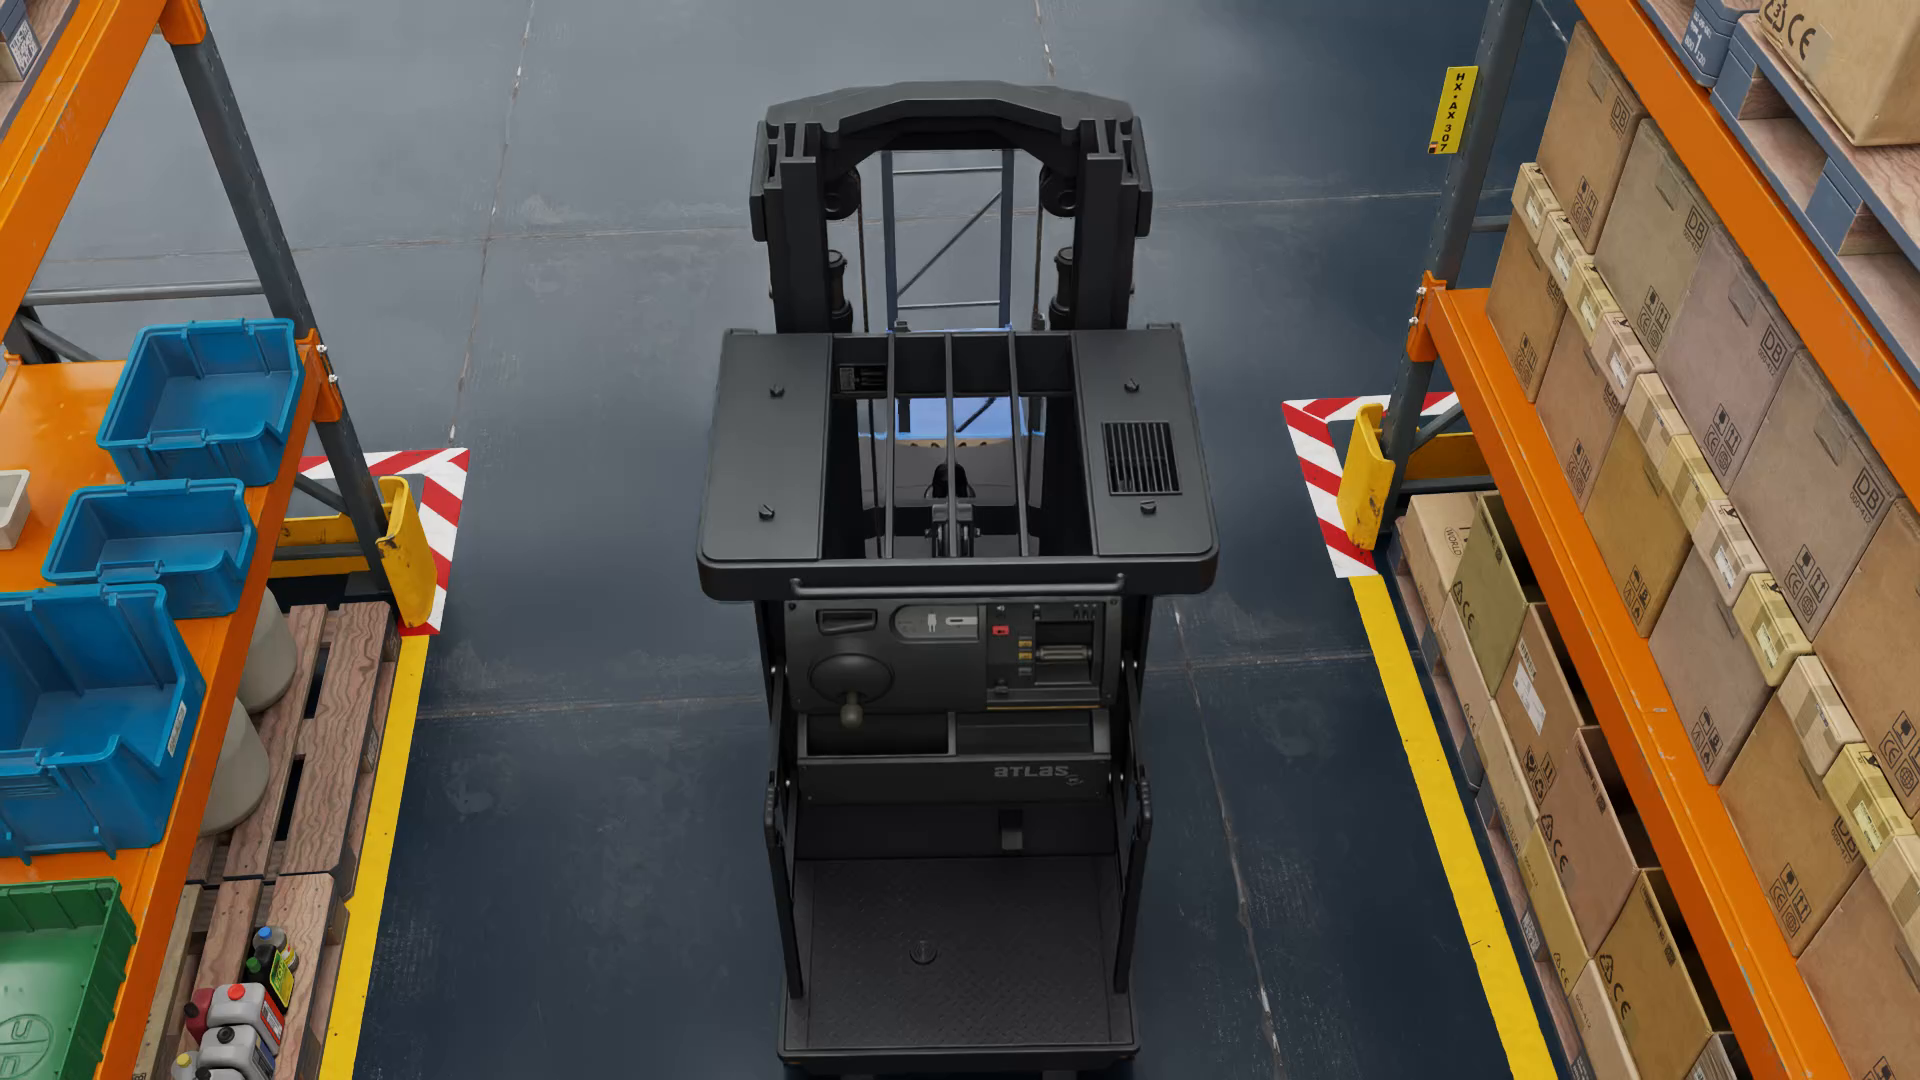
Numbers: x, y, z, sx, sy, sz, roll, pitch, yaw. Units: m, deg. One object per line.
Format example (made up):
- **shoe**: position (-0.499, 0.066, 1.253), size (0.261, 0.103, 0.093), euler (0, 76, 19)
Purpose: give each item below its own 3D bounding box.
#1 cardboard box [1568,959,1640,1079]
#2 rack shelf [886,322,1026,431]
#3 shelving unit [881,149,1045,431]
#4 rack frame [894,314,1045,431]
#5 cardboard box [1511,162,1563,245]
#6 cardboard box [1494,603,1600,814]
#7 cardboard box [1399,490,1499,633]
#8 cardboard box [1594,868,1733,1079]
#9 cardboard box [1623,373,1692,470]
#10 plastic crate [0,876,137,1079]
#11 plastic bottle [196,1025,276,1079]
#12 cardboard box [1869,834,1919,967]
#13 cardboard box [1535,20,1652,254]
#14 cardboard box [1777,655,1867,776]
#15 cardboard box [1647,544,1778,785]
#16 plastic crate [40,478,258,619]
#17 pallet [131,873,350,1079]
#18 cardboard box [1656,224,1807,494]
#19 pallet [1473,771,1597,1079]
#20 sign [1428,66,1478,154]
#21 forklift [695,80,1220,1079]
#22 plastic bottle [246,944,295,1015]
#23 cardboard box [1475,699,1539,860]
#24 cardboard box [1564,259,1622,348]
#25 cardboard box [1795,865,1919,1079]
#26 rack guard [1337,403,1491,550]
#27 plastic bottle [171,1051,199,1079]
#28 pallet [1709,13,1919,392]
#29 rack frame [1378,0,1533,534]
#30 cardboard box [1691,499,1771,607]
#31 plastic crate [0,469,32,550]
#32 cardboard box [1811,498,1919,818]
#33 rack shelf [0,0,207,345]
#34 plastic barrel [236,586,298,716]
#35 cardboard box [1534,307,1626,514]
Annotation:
- **cardboard box**: position (2.178, 1.522, 4.984), size (0.500, 0.250, 0.500), euler (-3, 47, -3)
- **rack shelf**: position (-0.007, -0.457, 6.534), size (0.538, 0.185, 1.000), euler (-3, 47, -3)
- **shelving unit**: position (-0.007, -0.581, 6.404), size (0.538, 1.500, 1.048), euler (-3, 47, -3)
- **rack frame**: position (0.032, -0.213, 6.055), size (0.500, 1.500, 0.032), euler (-3, 47, -3)
- **cardboard box**: position (2.006, -1.089, 5.336), size (0.380, 0.149, 0.250), euler (-4, 47, -4)
- **cardboard box**: position (2.110, 0.539, 5.398), size (0.500, 0.500, 0.500), euler (-3, 47, -3)
- **cardboard box**: position (2.011, 0.074, 6.355), size (0.500, 0.250, 0.500), euler (-3, 47, -3)
- **cardboard box**: position (2.191, 1.263, 4.713), size (0.500, 0.500, 0.500), euler (-3, 47, -3)
- **cardboard box**: position (2.094, -0.342, 4.629), size (0.380, 0.149, 0.250), euler (-5, 47, -5)
- **plastic crate**: position (-2.246, 1.138, 3.889), size (0.450, 0.188, 0.662), euler (-3, 47, -3)
- **plastic bottle**: position (-2.152, 1.542, 4.933), size (0.152, 0.276, 0.135), euler (-5, 47, -4)
- **cardboard box**: position (2.221, 0.766, 3.579), size (0.380, 0.149, 0.250), euler (-4, 47, -3)
- **cardboard box**: position (2.219, -1.232, 5.025), size (0.700, 0.500, 0.500), euler (-3, 47, -3)
- **cardboard box**: position (2.182, 0.406, 3.920), size (0.380, 0.149, 0.250), euler (-2, 47, -2)
- **cardboard box**: position (2.347, 0.296, 4.471), size (0.700, 0.500, 0.500), euler (-2, 47, -2)
- **plastic crate**: position (-2.359, 0.035, 4.889), size (0.499, 0.251, 0.408), euler (-3, 47, -3)
- **pallet**: position (-2.533, 1.650, 5.179), size (1.003, 0.211, 1.213), euler (-3, 47, -3)
- **cardboard box**: position (2.311, -0.487, 4.319), size (0.700, 0.500, 0.500), euler (-3, 47, -3)
- **pallet**: position (2.393, 1.262, 5.546), size (1.003, 0.211, 1.213), euler (-3, 47, -3)
- **sign**: position (1.635, -1.424, 5.518), size (0.100, 0.325, 0.005), euler (-3, 47, -3)
- **forklift**: position (-0.011, 0.419, 4.471), size (1.130, 2.935, 3.031), euler (-1, 47, -1)
- **plastic bottle**: position (-2.130, 1.338, 5.121), size (0.061, 0.283, 0.133), euler (-2, 47, -2)
- **cardboard box**: position (2.098, 0.798, 5.670), size (0.500, 0.250, 0.500), euler (-3, 47, -3)
- **cardboard box**: position (2.051, -0.717, 4.984), size (0.380, 0.149, 0.250), euler (-3, 47, -3)
- **cardboard box**: position (2.429, 1.030, 3.777), size (0.700, 0.500, 0.500), euler (-4, 47, -4)
- **rack guard**: position (2.186, -0.286, 6.813), size (1.175, 0.500, 0.348), euler (-3, 47, -3)
- **plastic bottle**: position (-2.275, 1.589, 4.940), size (0.097, 0.201, 0.097), euler (0, 47, 0)
- **pallet**: position (2.327, -0.731, 3.508), size (1.003, 0.211, 1.213), euler (-3, 47, -3)
- **rack frame**: position (2.188, -1.128, 5.889), size (1.000, 3.000, 0.127), euler (-3, 47, -3)
- **cardboard box**: position (2.134, 0.024, 4.283), size (0.380, 0.149, 0.250), euler (-3, 47, -3)
- **plastic crate**: position (-2.994, -0.072, 5.070), size (0.298, 0.136, 0.250), euler (-3, 47, -3)
- **cardboard box**: position (2.395, 0.237, 3.634), size (0.700, 0.500, 0.500), euler (-4, 47, -3)
- **rack shelf**: position (-2.581, -0.167, 3.408), size (1.077, 0.370, 4.000), euler (-3, 47, -3)
- **plastic barrel**: position (-2.617, 0.353, 5.911), size (0.421, 0.512, 0.421), euler (0, 47, 0)
- **cardboard box**: position (2.263, -0.444, 5.173), size (0.700, 0.500, 0.500), euler (-2, 47, -2)
